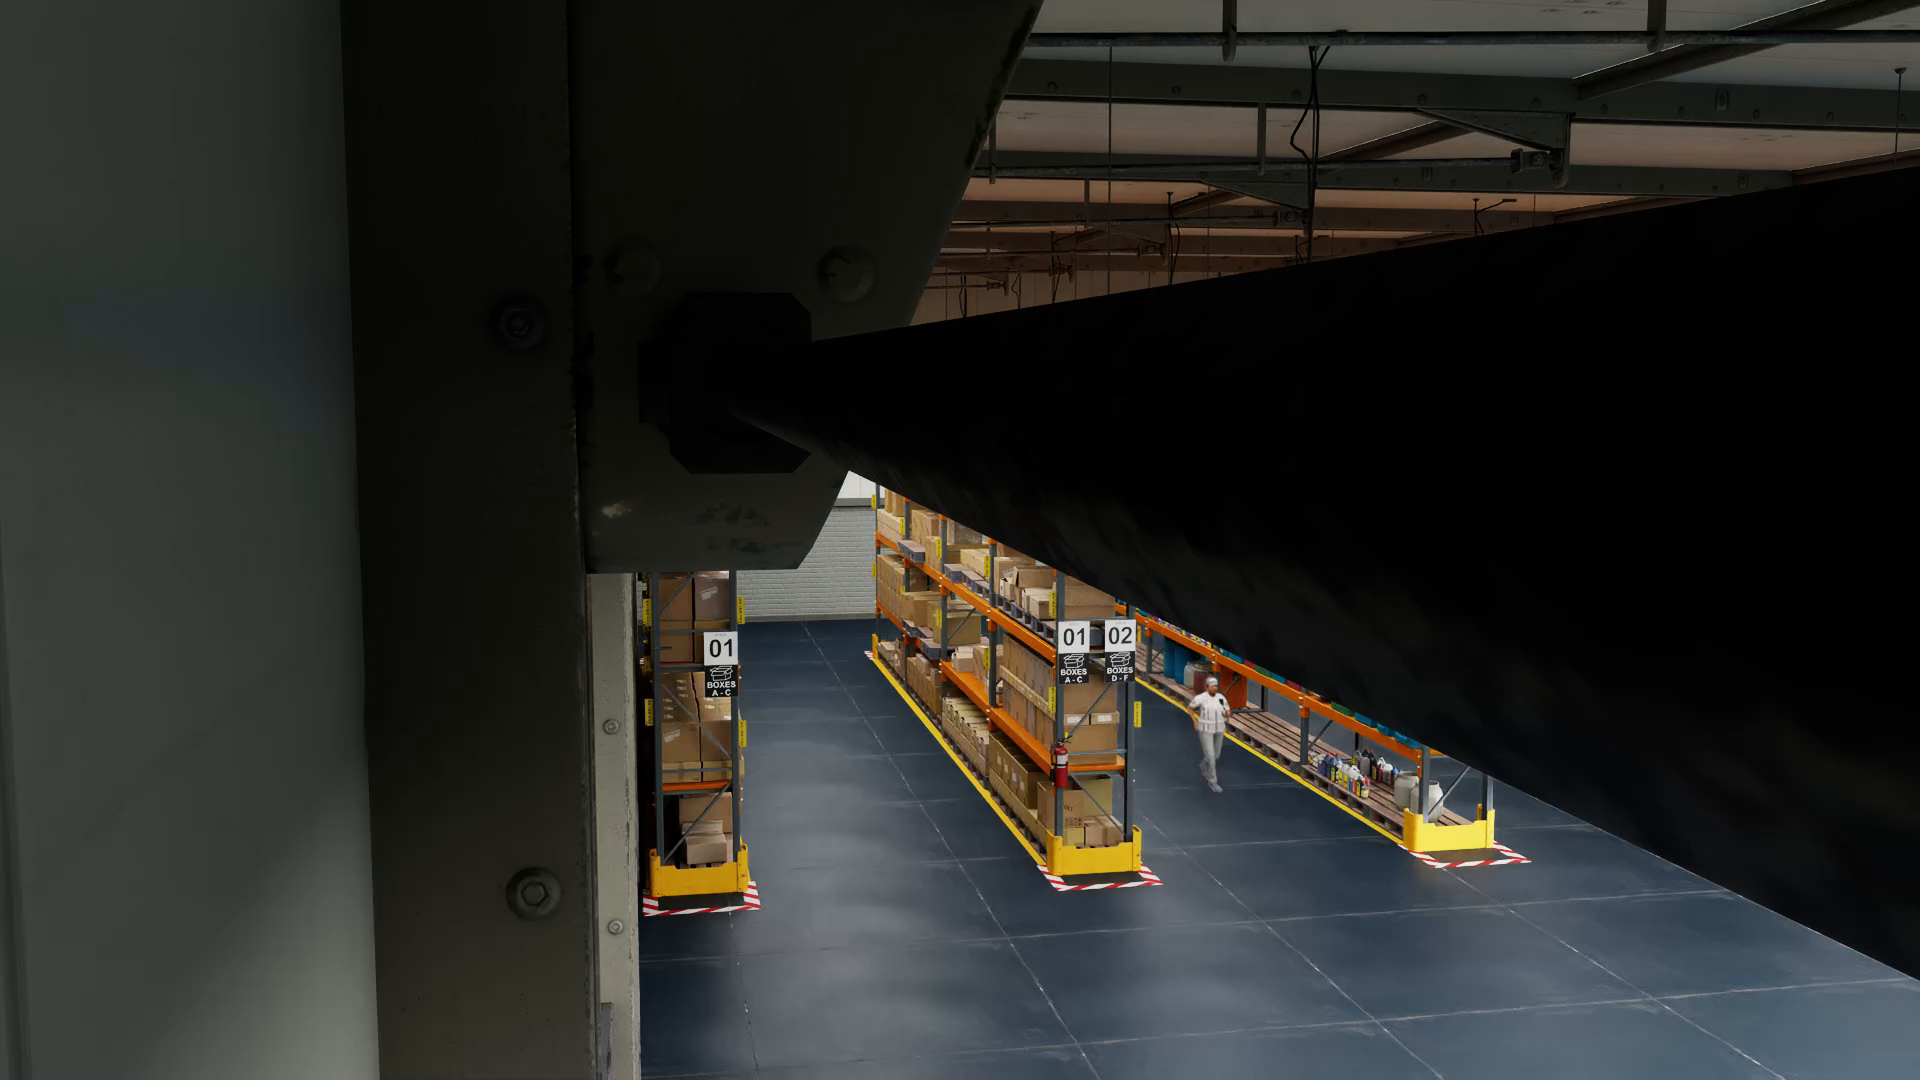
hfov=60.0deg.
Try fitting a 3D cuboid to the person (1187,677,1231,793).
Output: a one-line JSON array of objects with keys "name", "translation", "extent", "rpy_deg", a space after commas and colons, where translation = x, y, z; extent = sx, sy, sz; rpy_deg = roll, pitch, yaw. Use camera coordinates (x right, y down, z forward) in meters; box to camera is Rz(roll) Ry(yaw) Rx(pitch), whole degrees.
[{"name": "person", "translation": [3.807, 2.903, 25.177], "extent": [0.603, 1.661, 0.921], "rpy_deg": [-2, 6, -19]}]
